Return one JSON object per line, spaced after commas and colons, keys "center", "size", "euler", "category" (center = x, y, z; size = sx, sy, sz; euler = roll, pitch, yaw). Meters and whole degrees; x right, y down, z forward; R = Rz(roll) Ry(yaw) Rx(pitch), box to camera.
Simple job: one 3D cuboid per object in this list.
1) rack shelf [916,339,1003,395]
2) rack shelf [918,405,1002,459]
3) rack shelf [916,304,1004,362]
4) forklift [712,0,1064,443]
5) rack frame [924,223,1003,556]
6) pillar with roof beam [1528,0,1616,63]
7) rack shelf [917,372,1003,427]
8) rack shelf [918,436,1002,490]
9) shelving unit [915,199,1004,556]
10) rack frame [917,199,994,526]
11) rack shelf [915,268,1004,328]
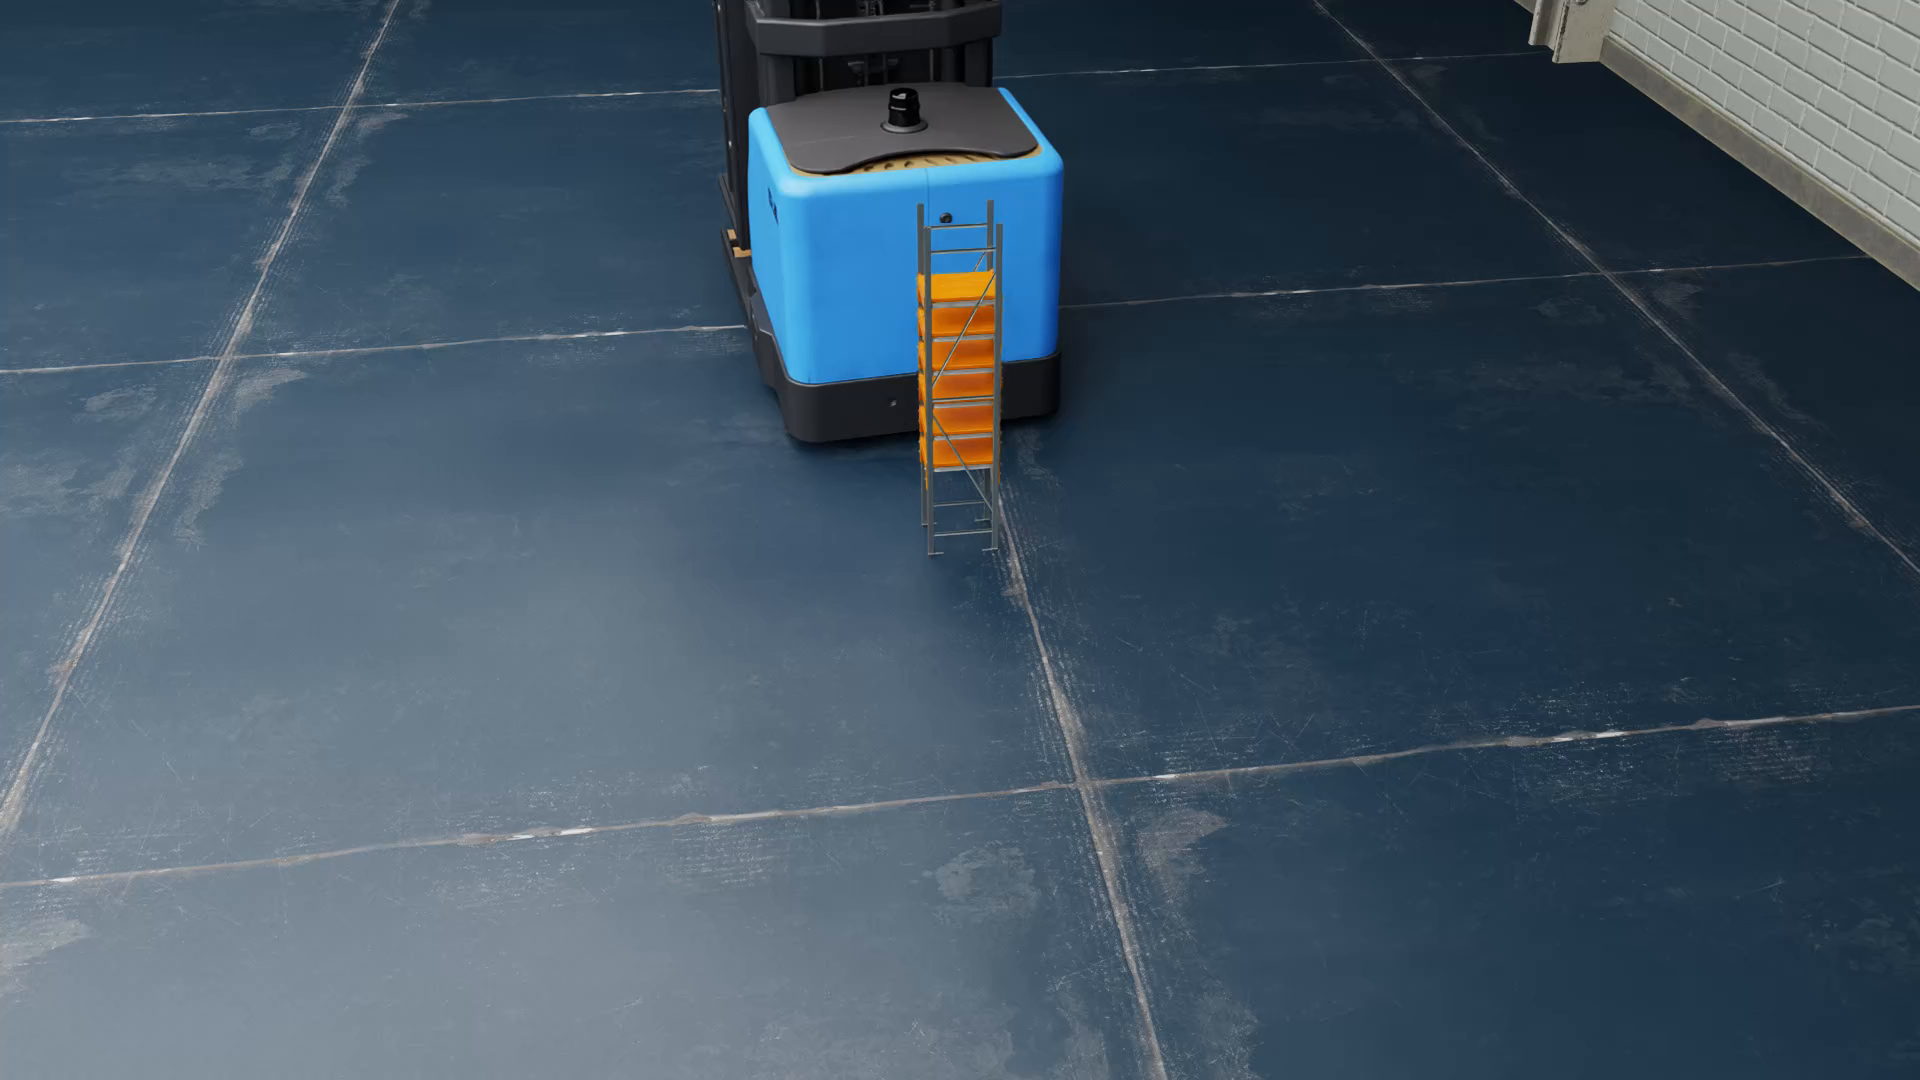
{"center": [-0.002, -0.566, 5.381], "size": [0.258, 0.103, 0.180], "euler": [-4, 35, -6], "category": "rack shelf"}
{"center": [-0.002, -0.368, 5.517], "size": [0.258, 0.103, 0.180], "euler": [-4, 35, -6], "category": "rack shelf"}
{"center": [-0.002, -0.665, 5.314], "size": [0.258, 0.103, 0.180], "euler": [-4, 35, -6], "category": "rack shelf"}
{"center": [-0.465, -2.397, 6.664], "size": [1.130, 2.935, 3.031], "euler": [-8, 35, -11], "category": "forklift"}
{"center": [0.010, -0.453, 5.349], "size": [0.240, 1.200, 0.006], "euler": [-4, 35, -6], "category": "rack frame"}
{"center": [-0.584, -6.362, 7.095], "size": [9.100, 9.000, 0.400], "euler": [-4, 35, -6], "category": "pillar with roof beam"}
{"center": [-0.002, -0.467, 5.449], "size": [0.258, 0.103, 0.180], "euler": [-4, 35, -6], "category": "rack shelf"}
{"center": [-0.002, -0.269, 5.584], "size": [0.258, 0.103, 0.180], "euler": [-4, 35, -6], "category": "rack shelf"}
{"center": [-0.002, -0.504, 5.424], "size": [0.258, 1.200, 0.189], "euler": [-4, 35, -6], "category": "shelving unit"}
{"center": [-0.014, -0.555, 5.499], "size": [0.240, 1.200, 0.006], "euler": [-4, 35, -6], "category": "rack frame"}
{"center": [-0.002, -0.765, 5.246], "size": [0.258, 0.103, 0.180], "euler": [-4, 35, -6], "category": "rack shelf"}
